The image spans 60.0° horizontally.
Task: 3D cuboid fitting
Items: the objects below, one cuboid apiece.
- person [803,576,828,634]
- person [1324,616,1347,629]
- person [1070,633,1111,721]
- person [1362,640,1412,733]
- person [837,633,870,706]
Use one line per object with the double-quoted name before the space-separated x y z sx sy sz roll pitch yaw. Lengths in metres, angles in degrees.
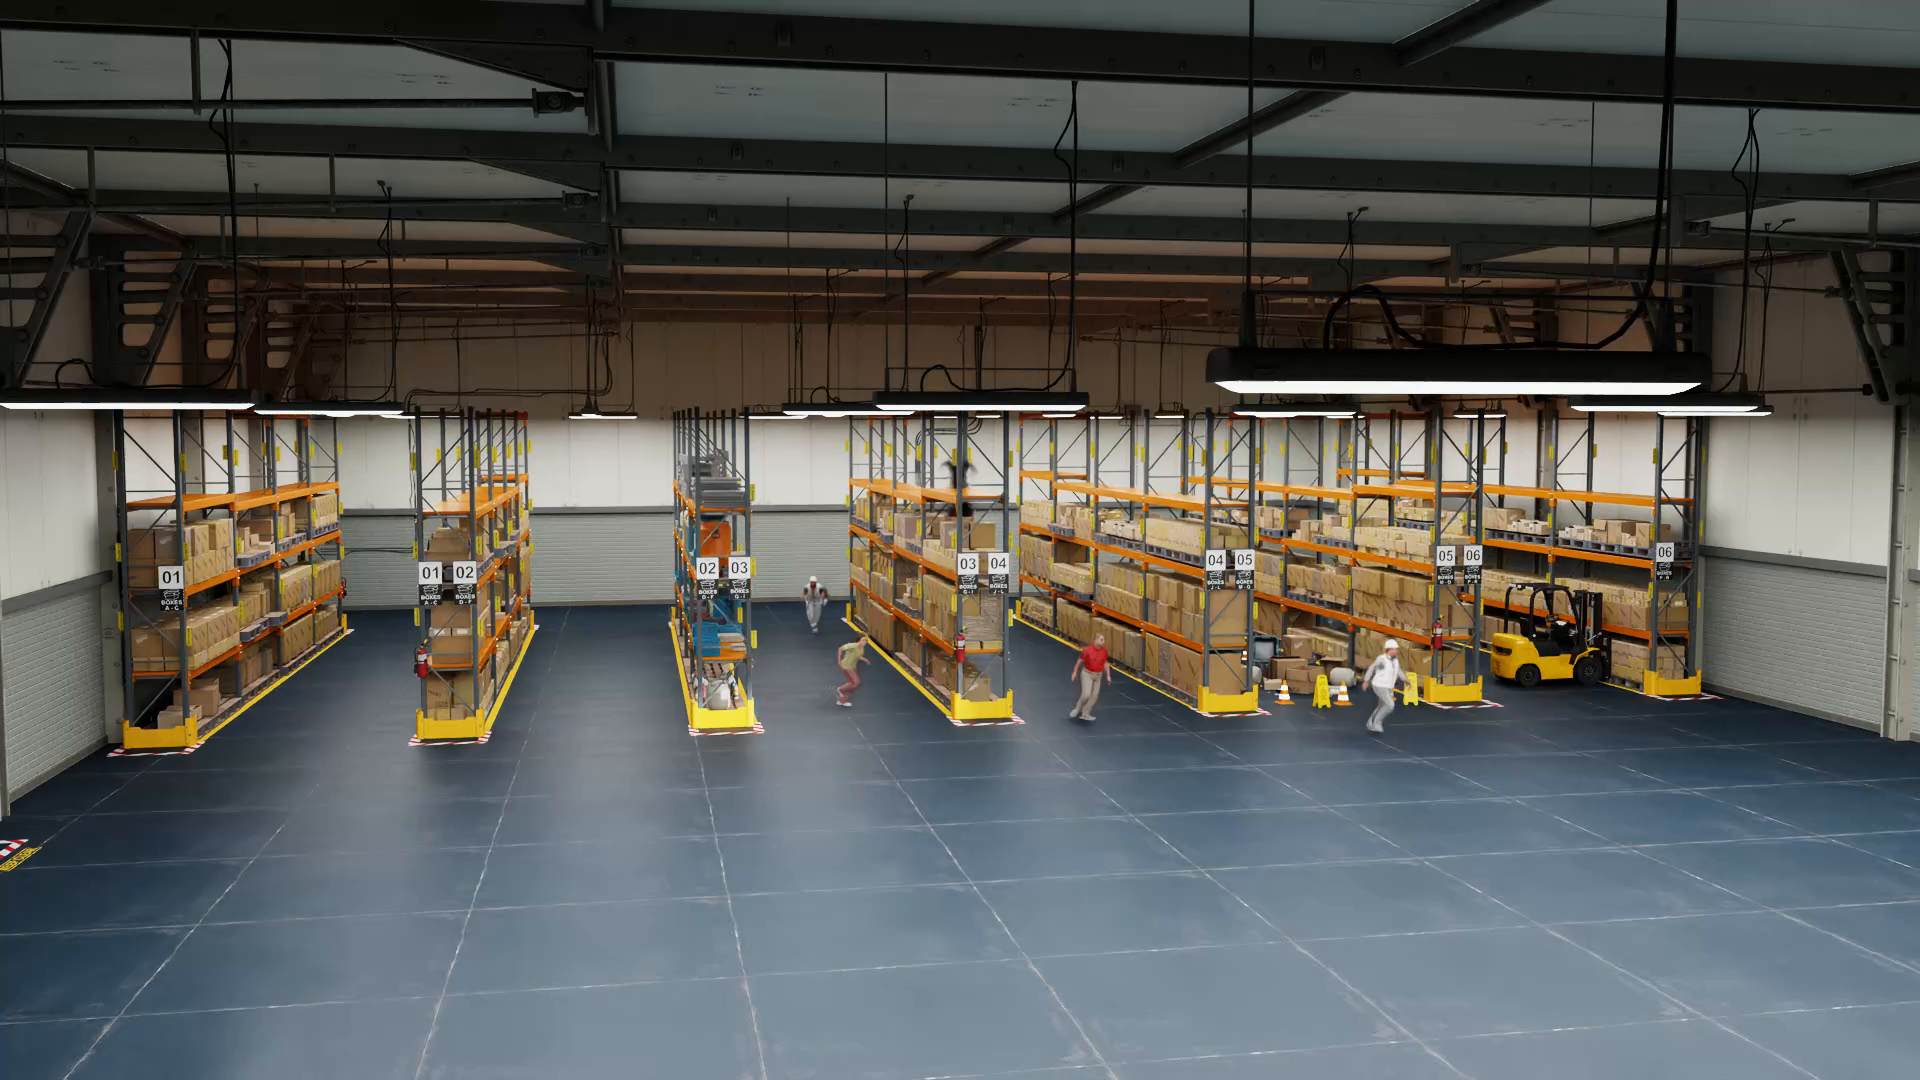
"person" -3.890 1.742 44.825 0.670 1.595 0.932 0 4 1
"person" 10.276 1.617 45.829 0.710 1.717 0.977 -2 5 -29
"person" 2.490 2.621 31.864 0.708 1.696 0.555 -2 5 -30
"person" 7.839 2.679 30.482 0.641 1.717 0.802 -4 6 -44
"person" -2.174 2.607 33.333 0.765 1.506 0.611 3 5 34
